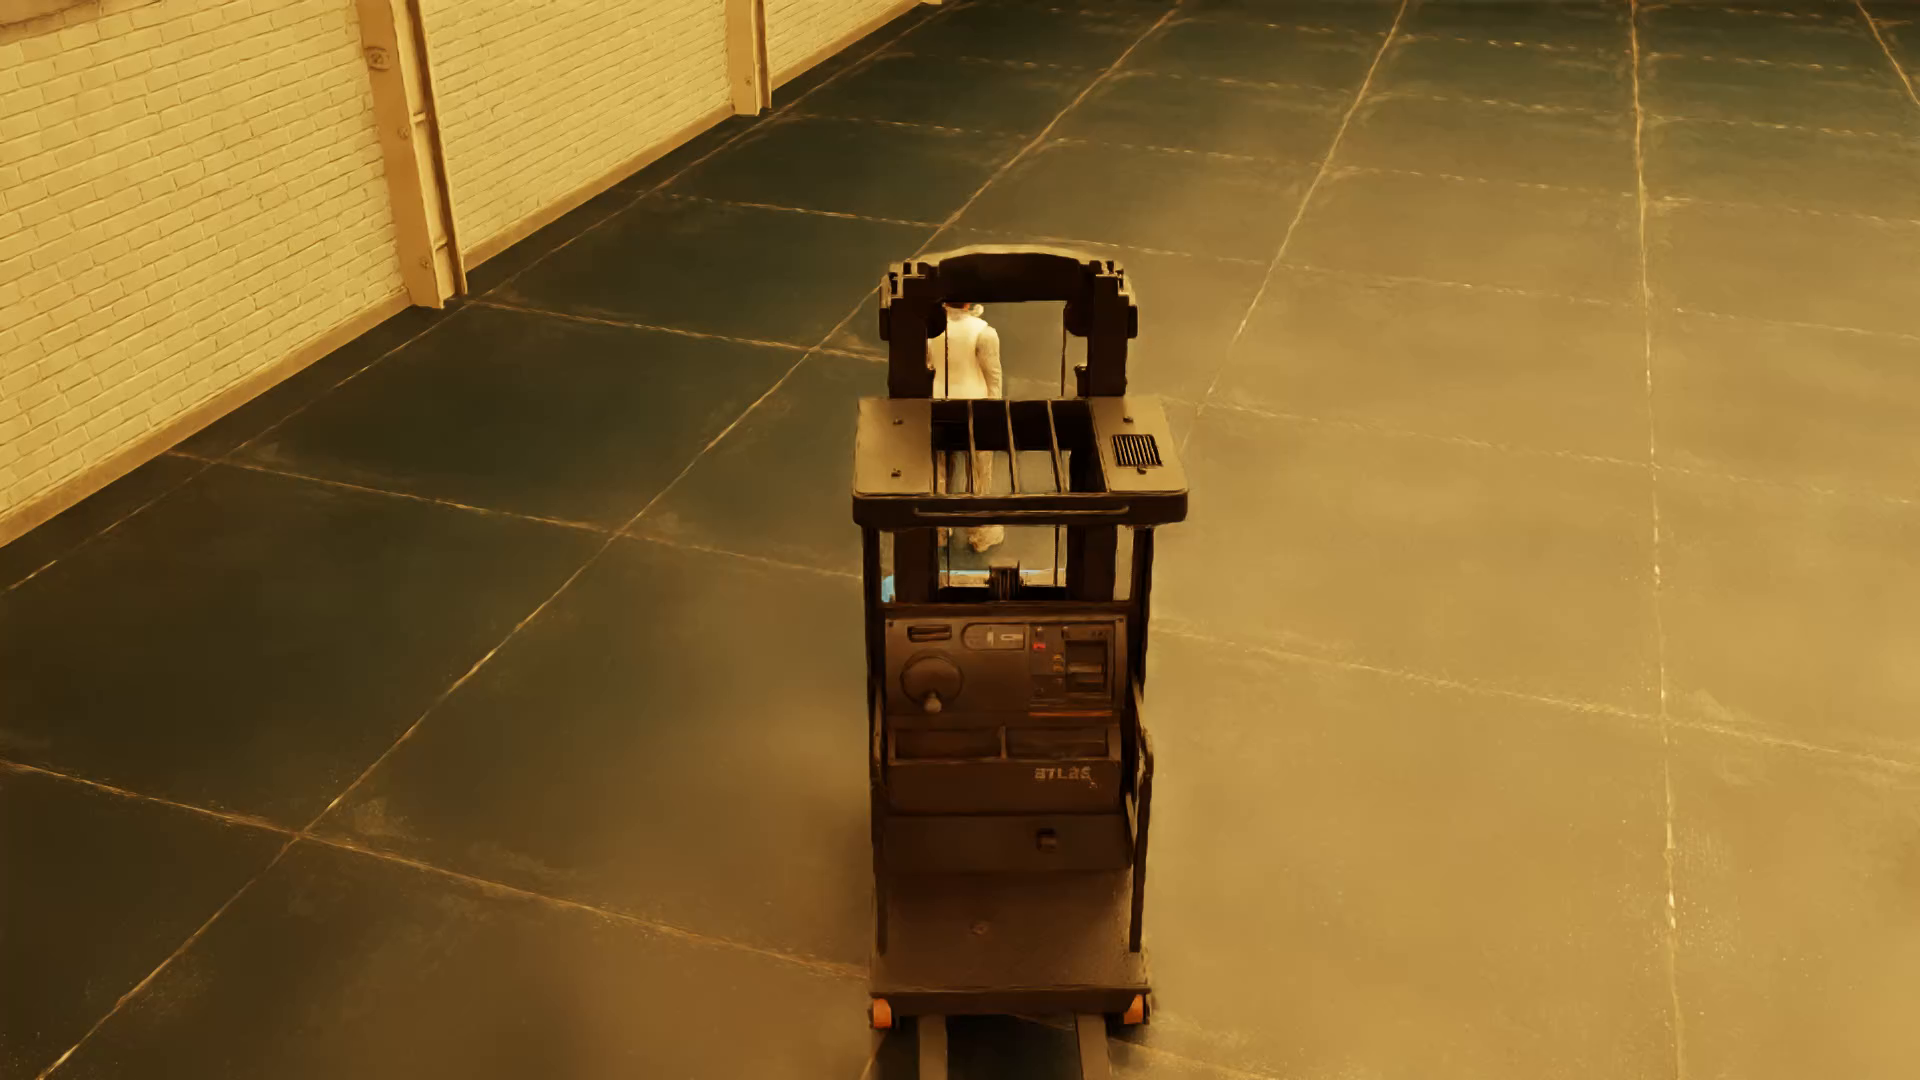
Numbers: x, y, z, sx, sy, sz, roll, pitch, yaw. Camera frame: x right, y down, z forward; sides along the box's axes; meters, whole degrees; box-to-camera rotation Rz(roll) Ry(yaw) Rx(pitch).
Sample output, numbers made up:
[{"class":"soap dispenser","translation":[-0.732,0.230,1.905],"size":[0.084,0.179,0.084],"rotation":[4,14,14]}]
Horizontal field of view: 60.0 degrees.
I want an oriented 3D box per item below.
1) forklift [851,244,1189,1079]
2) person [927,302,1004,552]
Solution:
[{"class":"forklift","translation":[0.185,0.522,6.221],"size":[1.130,2.935,3.031],"rotation":[-1,30,-1]},{"class":"person","translation":[0.000,-0.774,9.664],"size":[0.529,1.776,0.356],"rotation":[10,31,16]}]
